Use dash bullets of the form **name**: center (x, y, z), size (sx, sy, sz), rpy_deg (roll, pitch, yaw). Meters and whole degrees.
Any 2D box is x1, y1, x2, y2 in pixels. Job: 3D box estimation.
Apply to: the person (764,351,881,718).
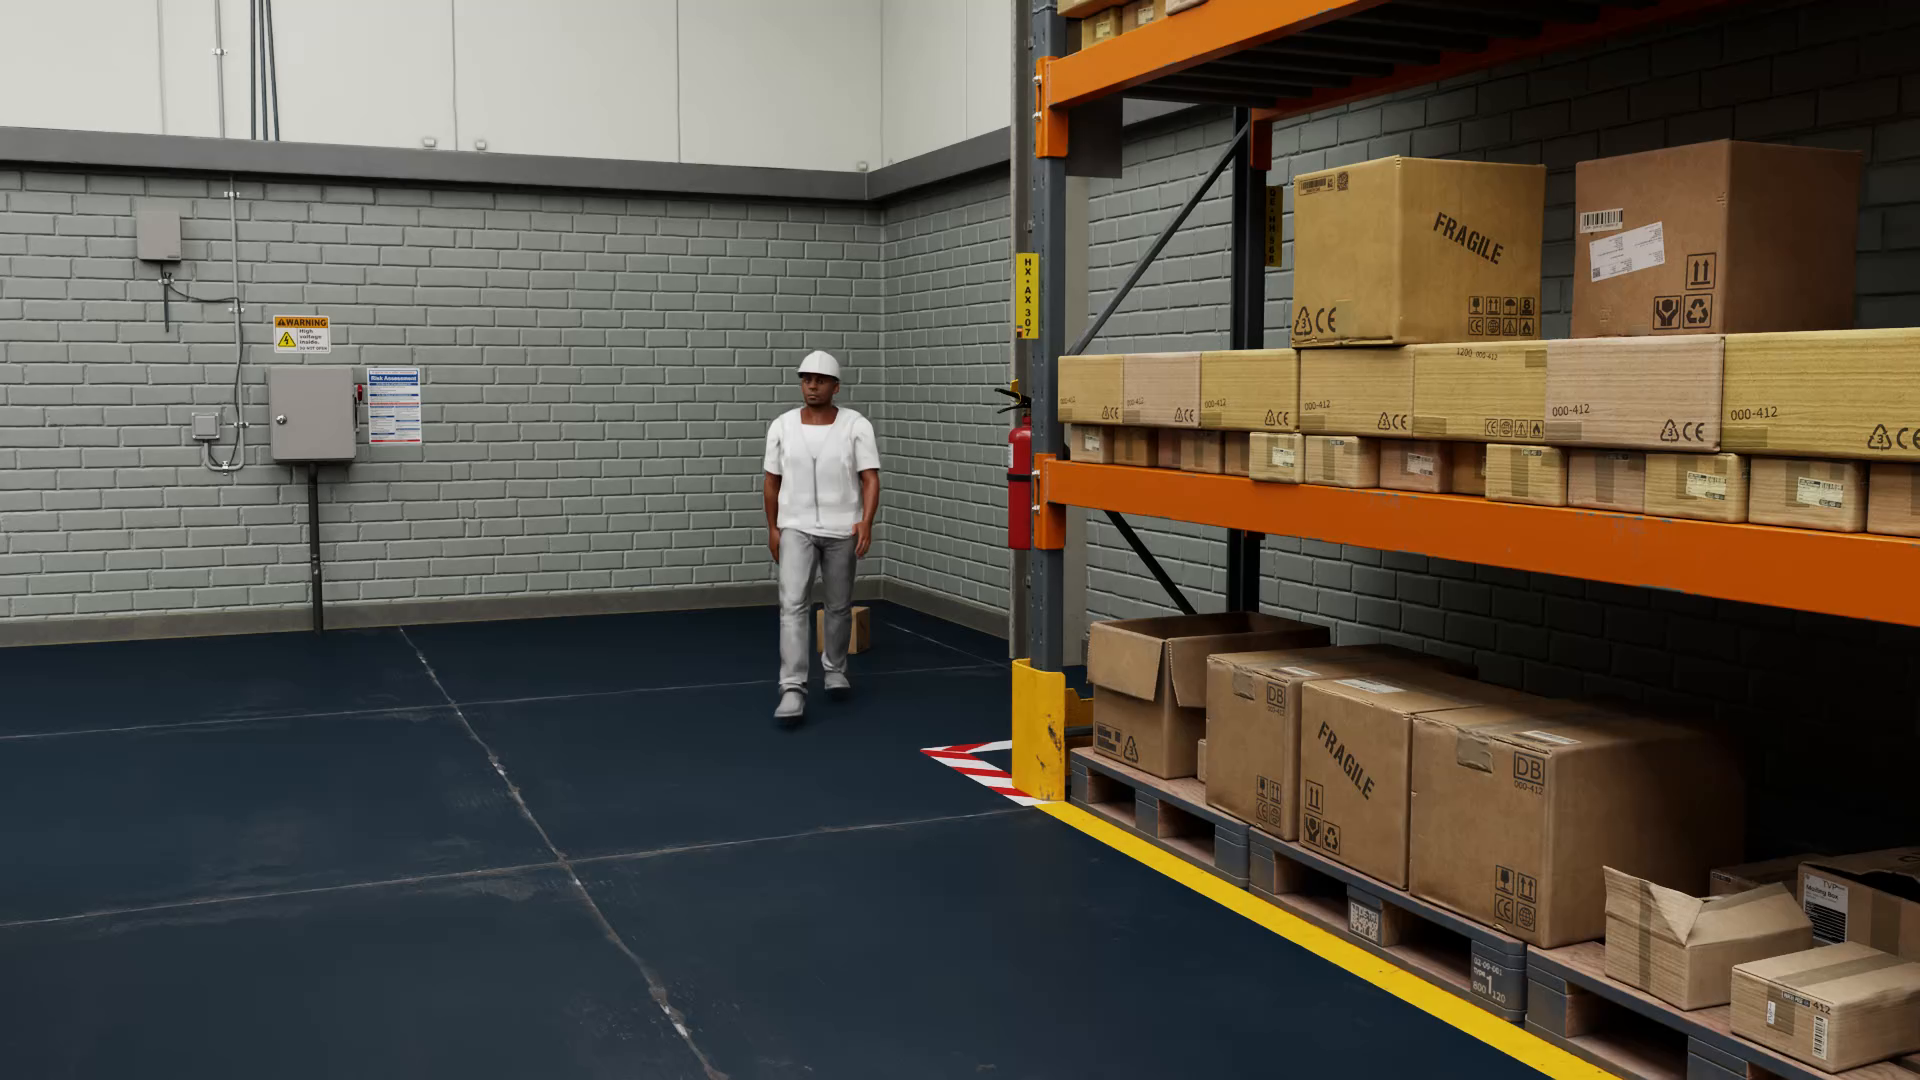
- **person**: center (-0.677, -0.058, 8.047), size (0.582, 1.705, 1.025), rpy_deg (0, 5, 0)
